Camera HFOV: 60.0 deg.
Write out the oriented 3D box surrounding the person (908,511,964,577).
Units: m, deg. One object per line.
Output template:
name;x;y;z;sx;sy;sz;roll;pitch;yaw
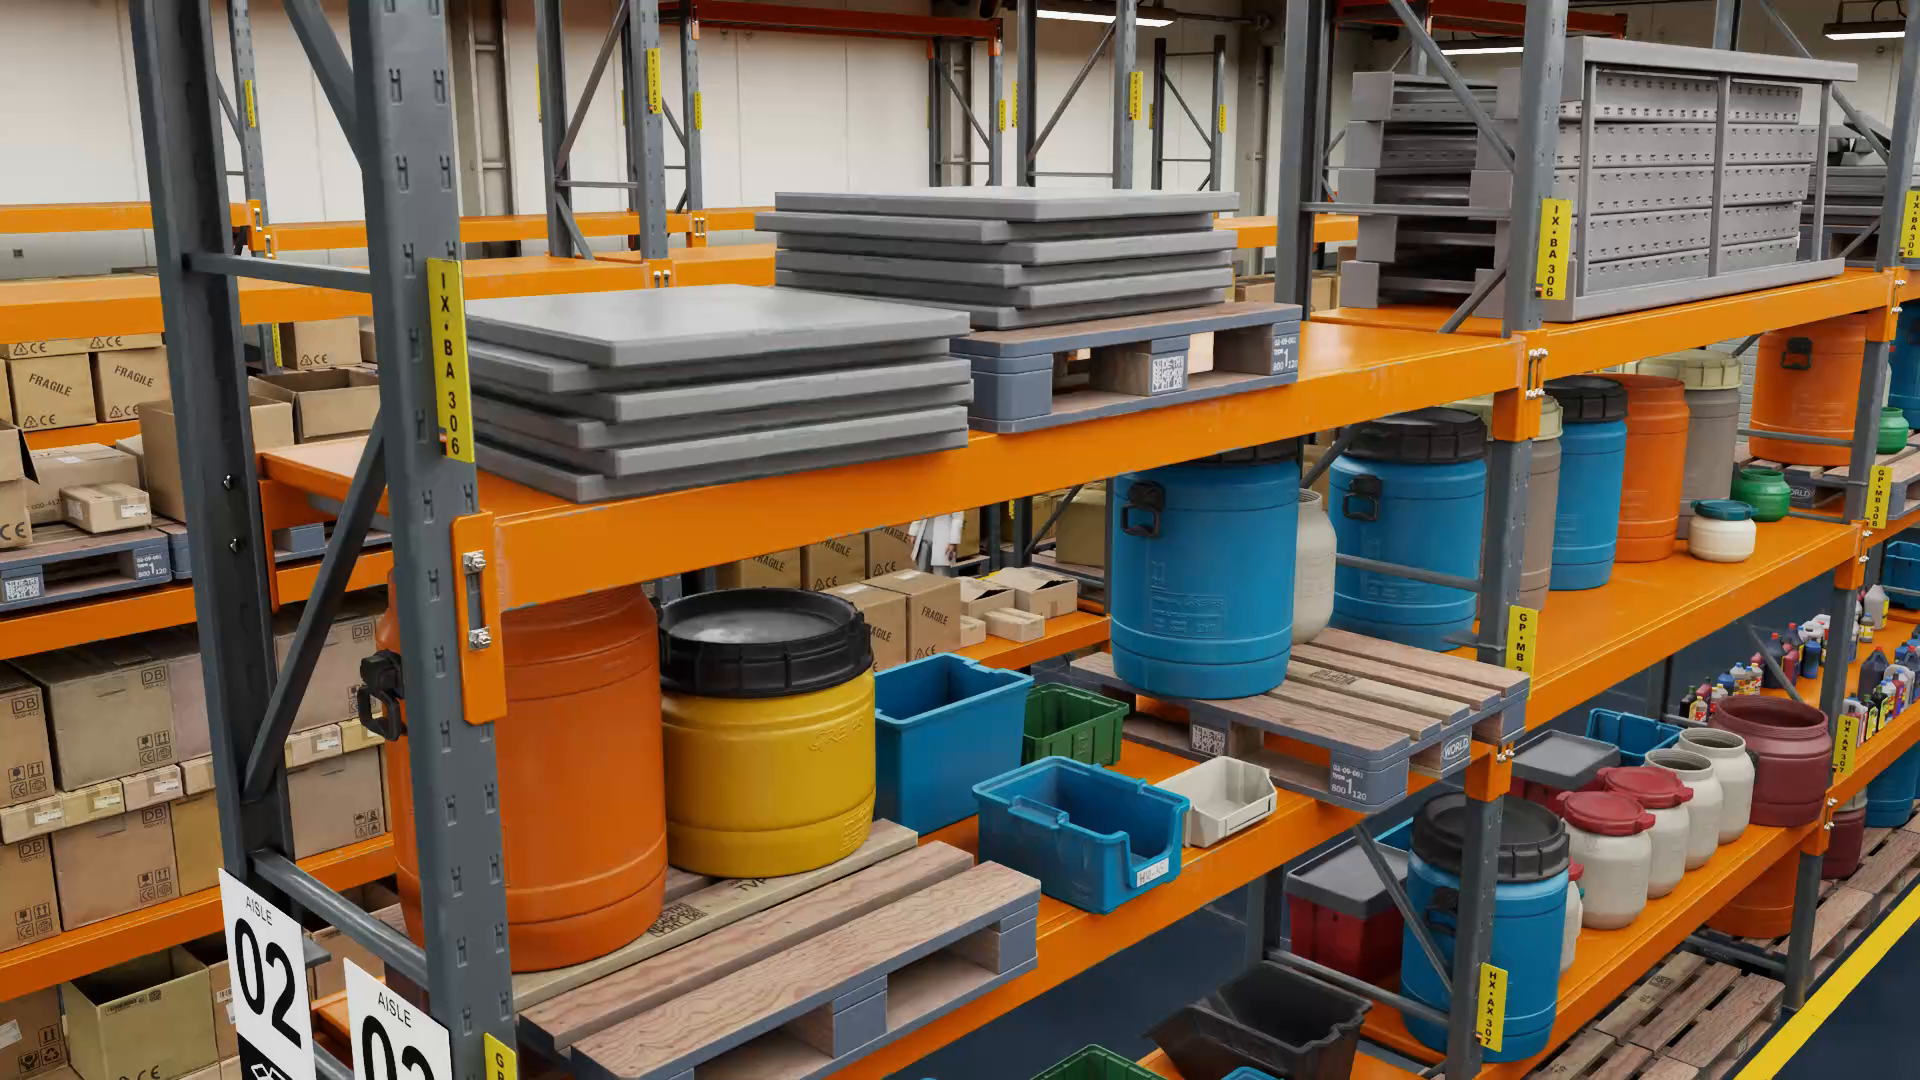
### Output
person;-0.244;0.005;16.503;0.656;1.774;0.416;12;18;41
